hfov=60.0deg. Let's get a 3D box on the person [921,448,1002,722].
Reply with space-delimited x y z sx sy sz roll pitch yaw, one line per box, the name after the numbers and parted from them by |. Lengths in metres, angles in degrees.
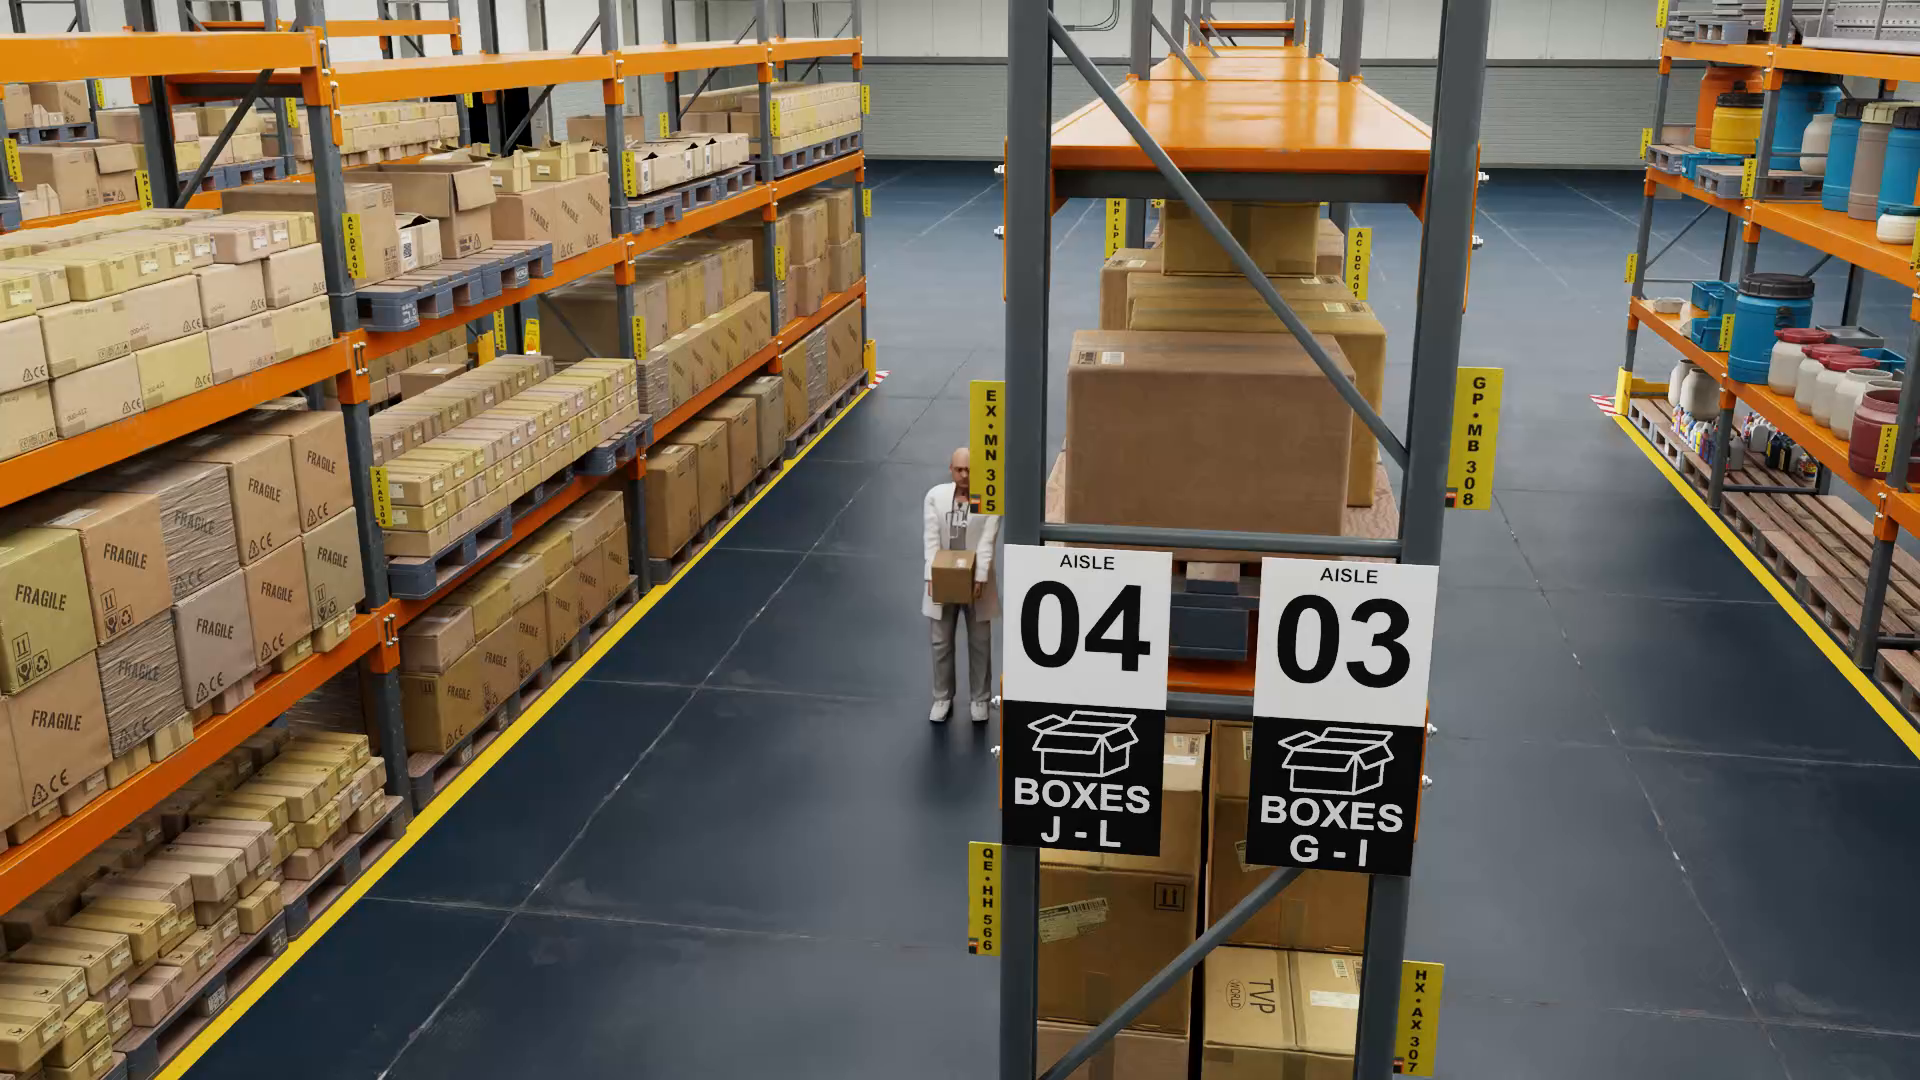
0.000 0.306 10.621 0.524 1.780 0.555 2 18 8 | person
